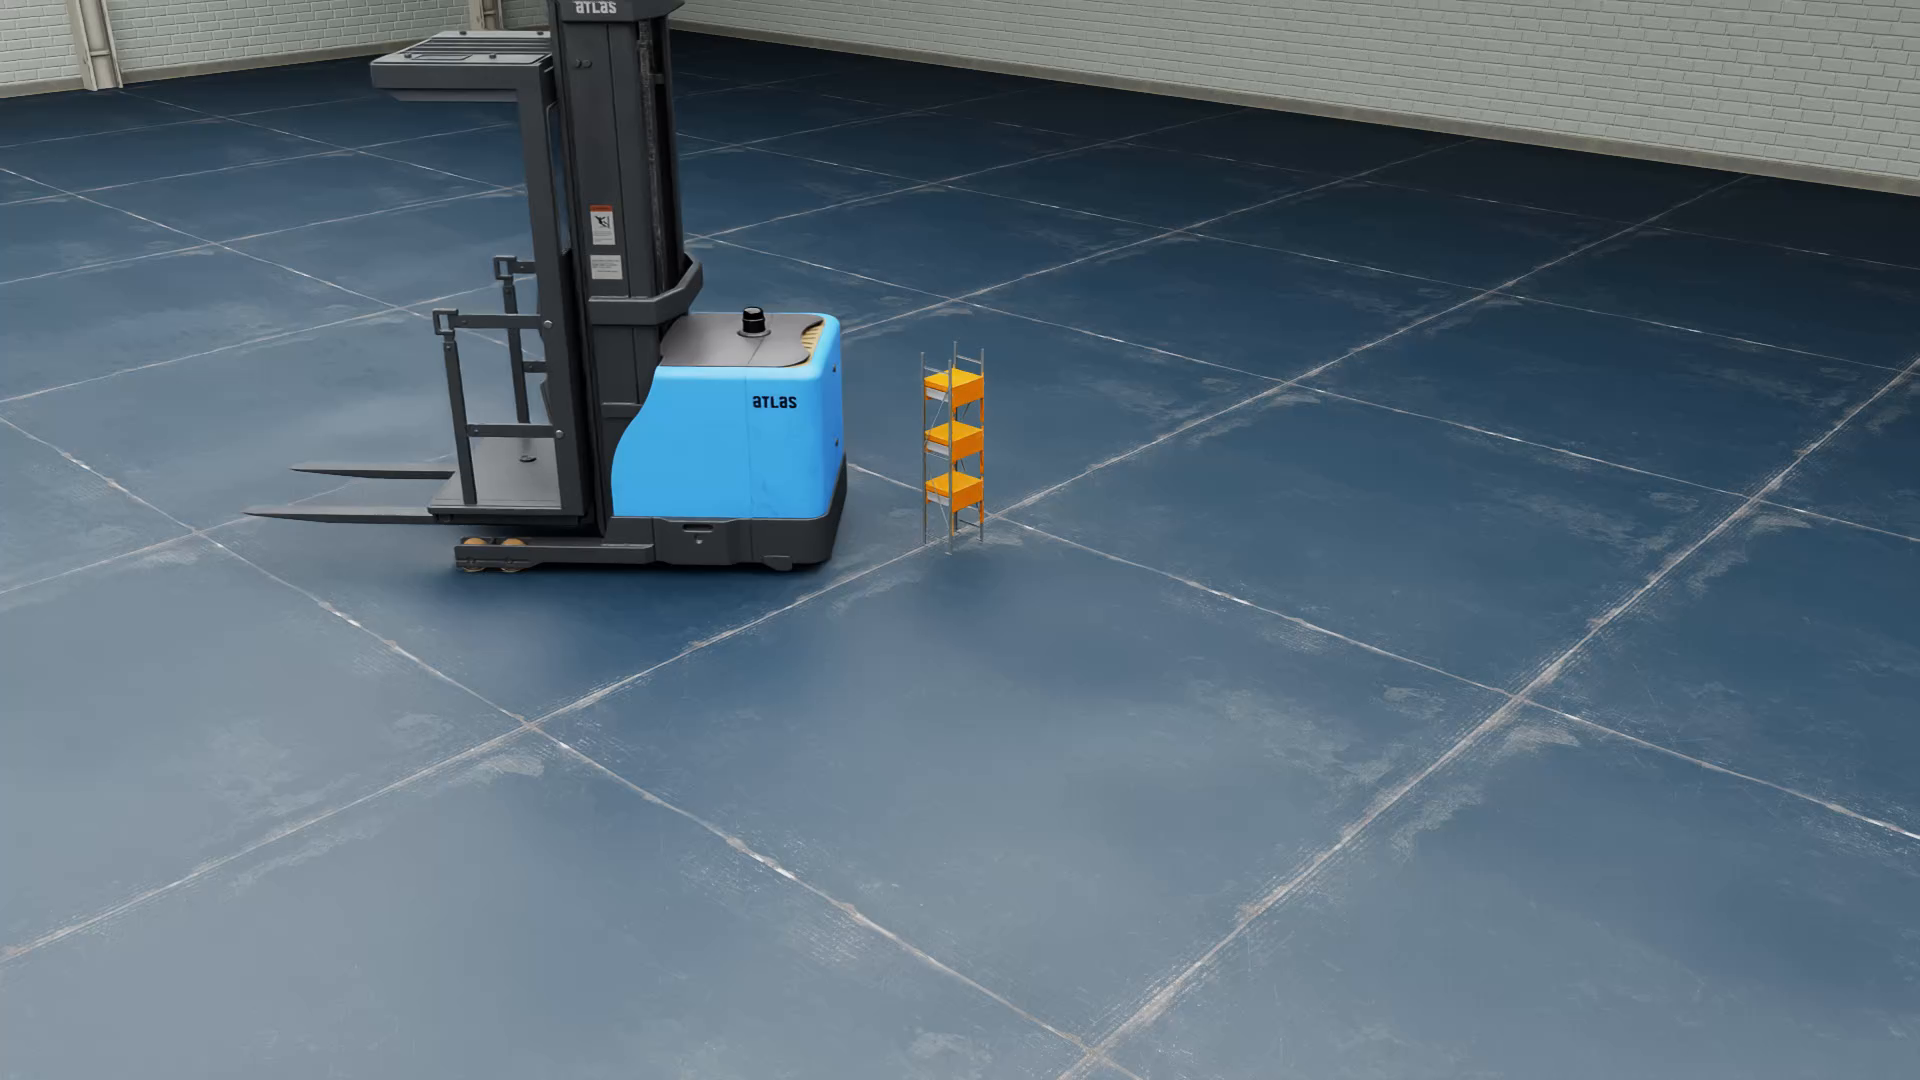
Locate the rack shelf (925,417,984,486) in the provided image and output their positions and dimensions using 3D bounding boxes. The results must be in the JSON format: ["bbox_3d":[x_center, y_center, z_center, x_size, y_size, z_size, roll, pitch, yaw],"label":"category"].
[{"bbox_3d":[-0.036,-0.453,8.503,0.215,0.259,0.240,20,31,38],"label":"rack shelf"}]

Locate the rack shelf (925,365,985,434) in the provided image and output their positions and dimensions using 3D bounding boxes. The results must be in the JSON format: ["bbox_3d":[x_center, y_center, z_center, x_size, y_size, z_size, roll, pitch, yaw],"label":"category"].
[{"bbox_3d":[-0.036,-0.712,8.387,0.215,0.259,0.240,20,31,38],"label":"rack shelf"}]

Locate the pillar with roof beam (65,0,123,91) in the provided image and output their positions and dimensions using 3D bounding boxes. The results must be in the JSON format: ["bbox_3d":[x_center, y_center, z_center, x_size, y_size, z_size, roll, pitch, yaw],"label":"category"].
[{"bbox_3d":[-8.250,-8.981,17.781,9.100,9.000,0.400,20,31,38],"label":"pillar with roof beam"}]

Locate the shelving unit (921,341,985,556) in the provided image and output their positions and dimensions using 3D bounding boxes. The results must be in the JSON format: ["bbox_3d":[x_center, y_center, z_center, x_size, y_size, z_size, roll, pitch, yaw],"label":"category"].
[{"bbox_3d":[-0.036,-0.463,8.499,0.215,1.050,0.252,20,31,38],"label":"shelving unit"}]

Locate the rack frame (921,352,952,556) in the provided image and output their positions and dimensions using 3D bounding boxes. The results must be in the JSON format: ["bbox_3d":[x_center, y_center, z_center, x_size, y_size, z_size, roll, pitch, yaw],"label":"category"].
[{"bbox_3d":[-0.117,-0.426,8.416,0.200,1.050,0.008,20,31,38],"label":"rack frame"}]

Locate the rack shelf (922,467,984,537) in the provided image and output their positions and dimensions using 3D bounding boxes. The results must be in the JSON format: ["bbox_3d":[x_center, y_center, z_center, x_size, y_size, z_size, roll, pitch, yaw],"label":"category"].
[{"bbox_3d":[-0.036,-0.199,8.617,0.215,0.259,0.240,20,31,38],"label":"rack shelf"}]

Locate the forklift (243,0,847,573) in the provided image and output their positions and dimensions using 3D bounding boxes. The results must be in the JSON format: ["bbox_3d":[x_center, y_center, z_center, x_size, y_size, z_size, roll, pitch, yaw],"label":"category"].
[{"bbox_3d":[-2.152,-1.389,8.264,3.031,2.935,1.130,1,24,2],"label":"forklift"}]

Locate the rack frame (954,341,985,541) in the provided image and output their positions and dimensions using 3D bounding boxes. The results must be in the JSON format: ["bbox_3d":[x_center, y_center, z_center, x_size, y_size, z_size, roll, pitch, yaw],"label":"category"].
[{"bbox_3d":[0.046,-0.500,8.582,0.200,1.050,0.008,20,31,38],"label":"rack frame"}]
